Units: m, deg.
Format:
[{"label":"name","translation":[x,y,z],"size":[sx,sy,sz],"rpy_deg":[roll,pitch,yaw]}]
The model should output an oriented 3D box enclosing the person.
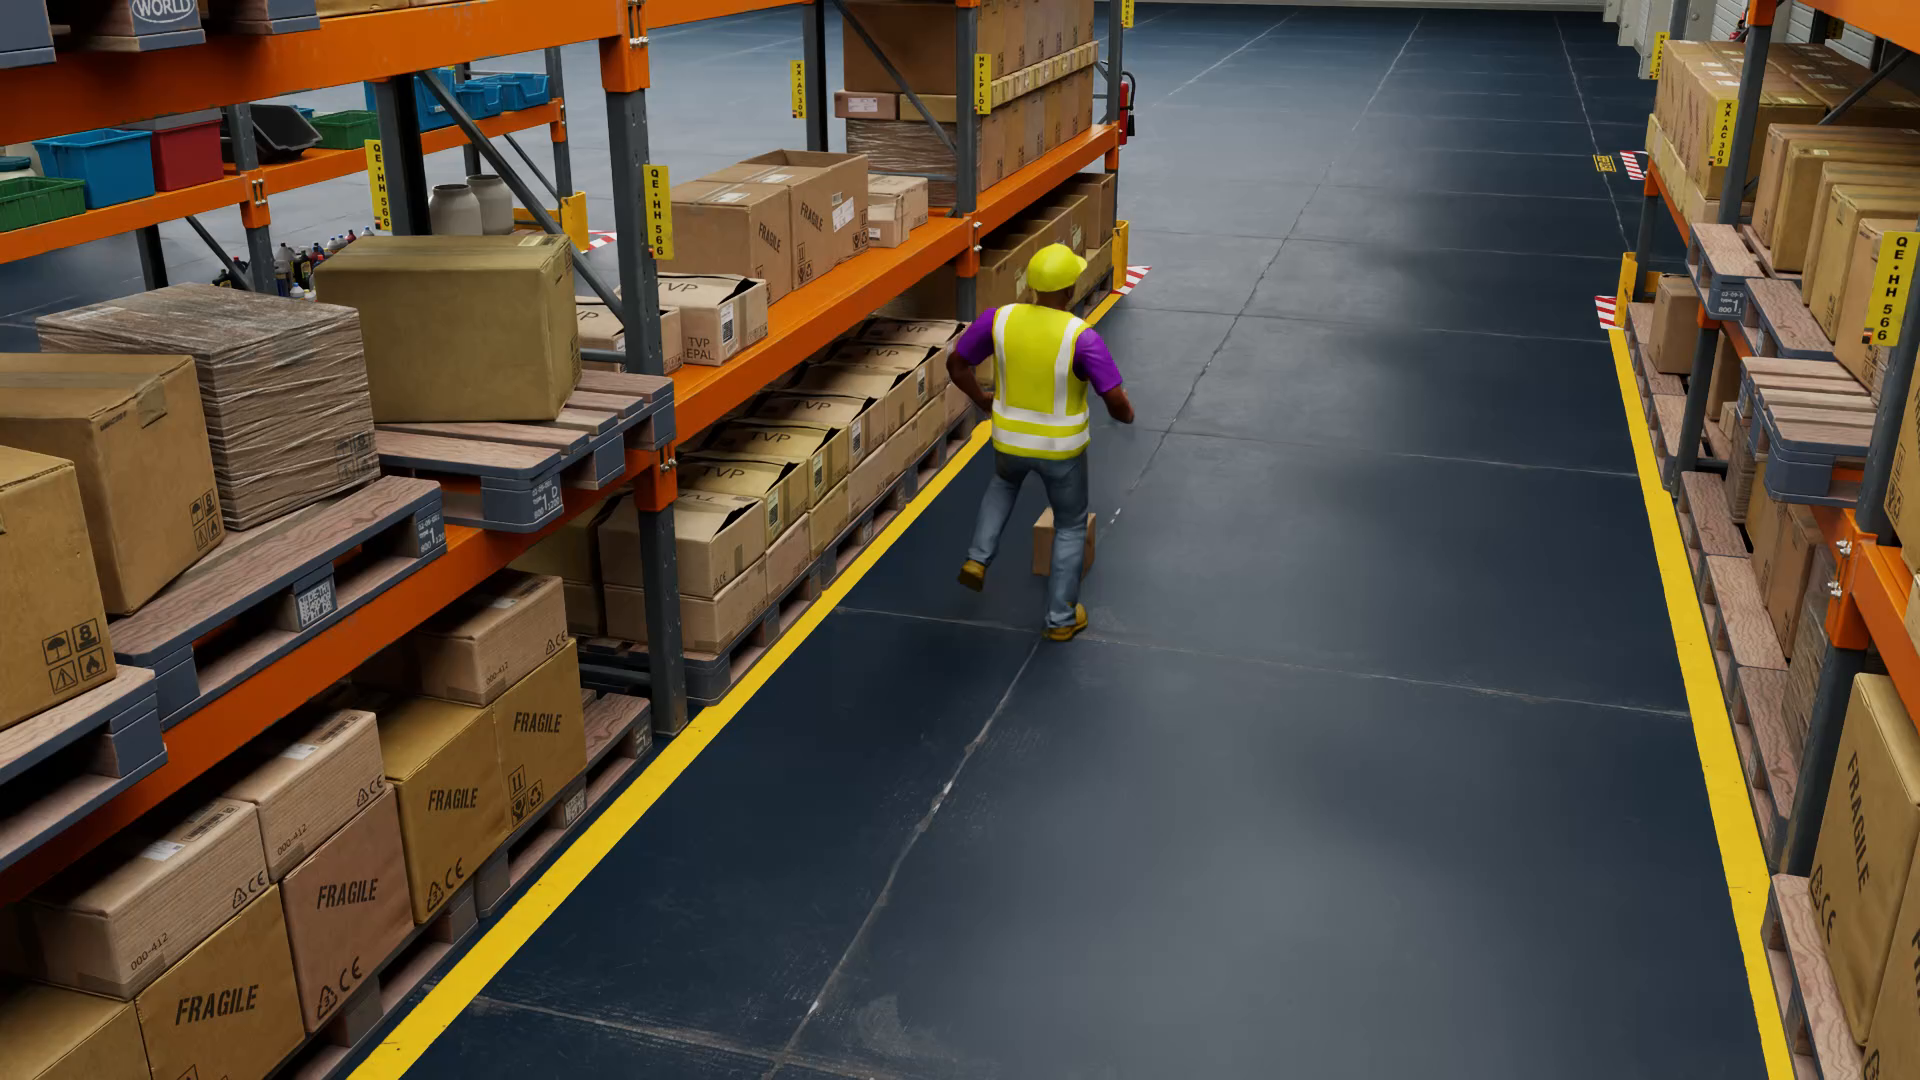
[{"label":"person","translation":[0.364,-0.457,7.240],"size":[0.823,1.725,0.548],"rpy_deg":[8,23,18]}]
